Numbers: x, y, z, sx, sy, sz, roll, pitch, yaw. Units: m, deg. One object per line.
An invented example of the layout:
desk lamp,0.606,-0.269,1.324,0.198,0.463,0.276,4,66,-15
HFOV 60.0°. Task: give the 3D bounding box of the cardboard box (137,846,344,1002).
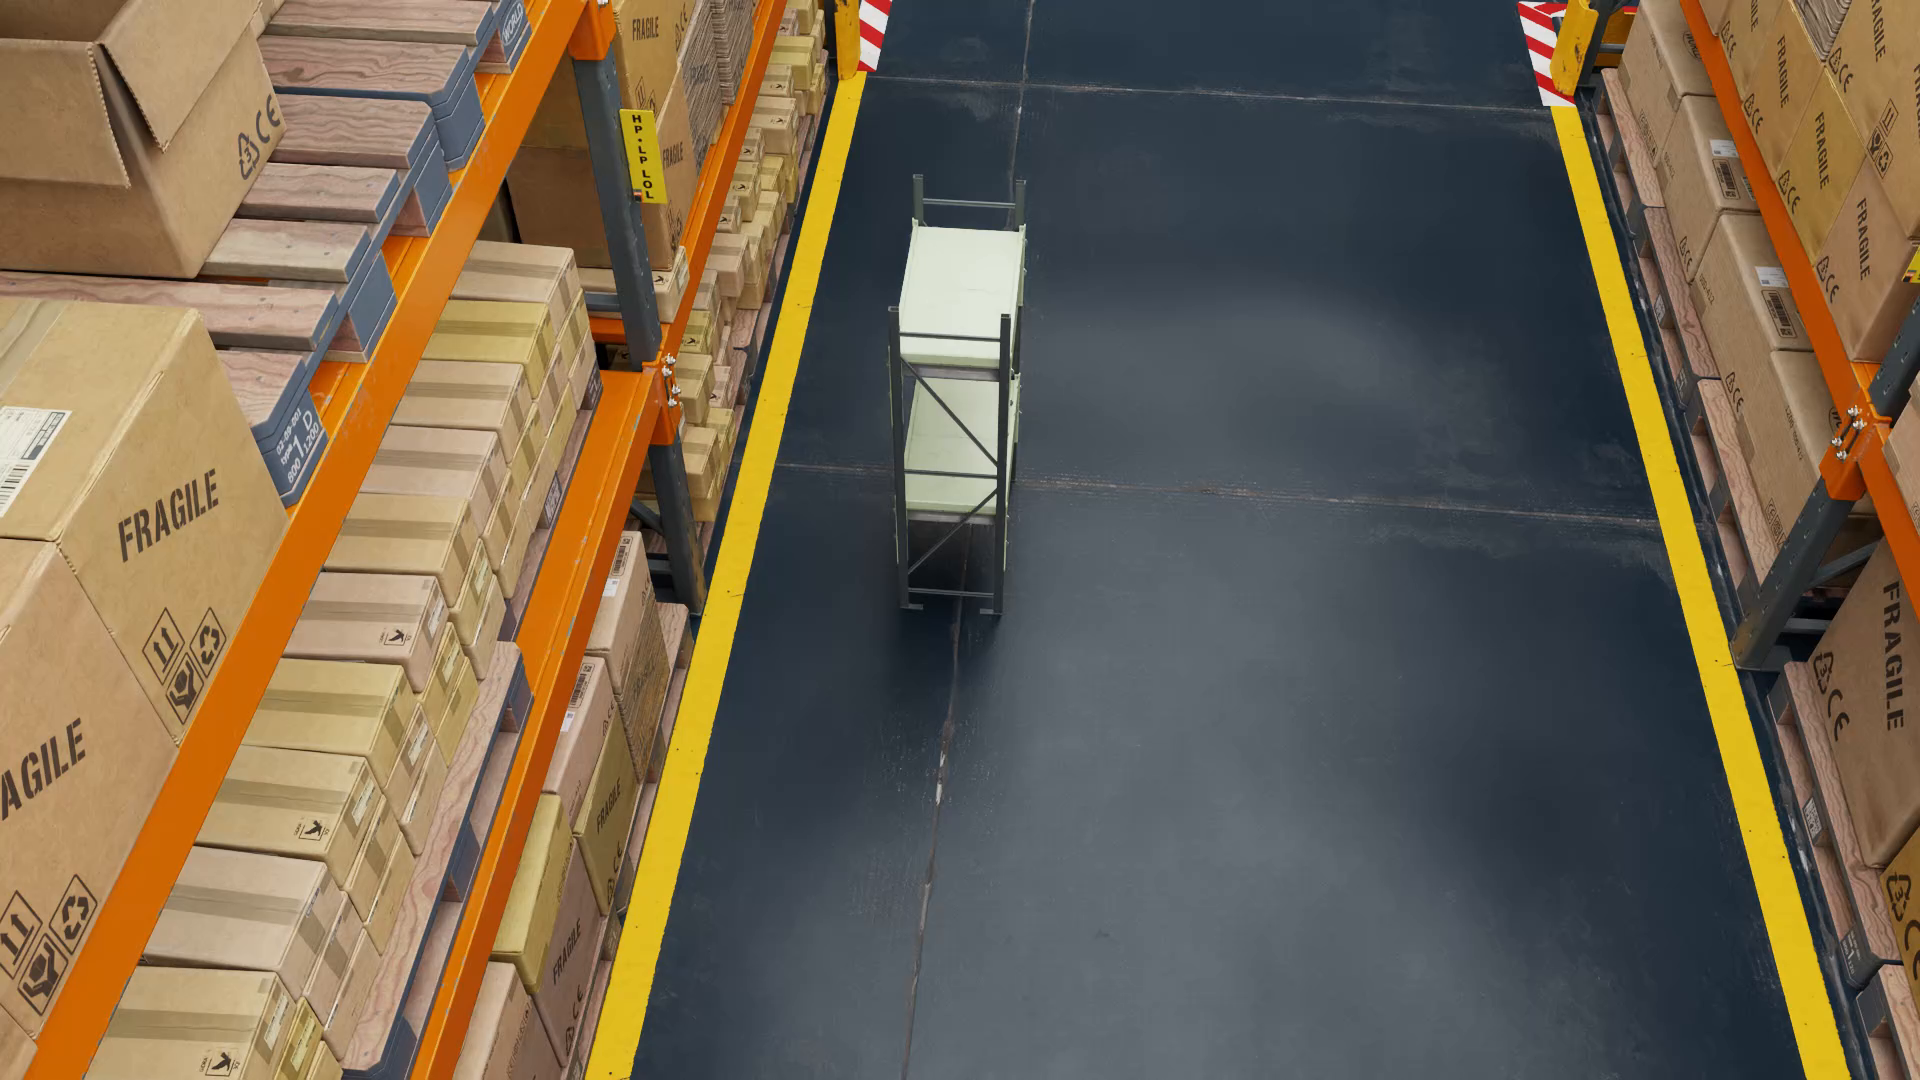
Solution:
cardboard box,-1.533,0.795,3.473,0.380,0.149,0.250,6,48,5

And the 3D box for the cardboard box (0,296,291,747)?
cardboard box,-1.468,-0.033,2.647,0.500,0.500,0.500,4,48,4

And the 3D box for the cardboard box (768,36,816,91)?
cardboard box,-0.908,-2.323,8.086,0.380,0.149,0.250,3,48,3

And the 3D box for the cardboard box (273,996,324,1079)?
cardboard box,-1.554,1.070,3.423,0.380,0.149,0.250,4,48,4

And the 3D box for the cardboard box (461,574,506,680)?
cardboard box,-1.429,0.222,4.400,0.380,0.149,0.250,2,48,2

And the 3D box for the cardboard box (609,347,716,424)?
cardboard box,-1.178,-0.607,6.517,0.380,0.149,0.250,6,48,5

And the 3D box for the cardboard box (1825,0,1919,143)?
cardboard box,3.262,-1.639,5.471,0.500,0.500,0.500,3,48,3

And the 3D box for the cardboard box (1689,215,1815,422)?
cardboard box,3.684,-0.920,7.010,0.875,0.438,0.875,3,48,2

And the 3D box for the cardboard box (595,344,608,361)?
cardboard box,-1.648,-0.897,6.984,0.380,0.149,0.250,4,48,4

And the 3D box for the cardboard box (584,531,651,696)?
cardboard box,-1.316,0.224,5.414,0.500,0.250,0.500,3,48,2

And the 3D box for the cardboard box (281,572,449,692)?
cardboard box,-1.461,0.219,4.000,0.380,0.149,0.250,2,48,2

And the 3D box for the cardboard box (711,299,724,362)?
cardboard box,-1.200,-0.886,6.973,0.380,0.149,0.250,2,48,2

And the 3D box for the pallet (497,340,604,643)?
pallet,-1.714,-0.173,5.005,1.003,0.211,1.213,4,48,4

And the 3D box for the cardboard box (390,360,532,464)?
cardboard box,-1.391,-0.352,4.521,0.380,0.149,0.250,2,48,2

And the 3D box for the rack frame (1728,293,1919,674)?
rack frame,3.439,-0.531,5.203,1.000,3.000,0.127,4,48,4

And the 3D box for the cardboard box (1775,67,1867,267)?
cardboard box,3.268,-1.301,5.839,0.500,0.500,0.500,3,48,3

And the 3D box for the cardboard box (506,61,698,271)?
cardboard box,-1.203,-1.270,5.610,0.500,0.500,0.500,3,48,3

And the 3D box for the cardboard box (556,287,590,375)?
cardboard box,-1.339,-0.641,4.987,0.380,0.149,0.250,5,48,5

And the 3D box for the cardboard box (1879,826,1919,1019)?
cardboard box,3.388,1.170,4.802,0.875,0.875,0.875,5,48,5

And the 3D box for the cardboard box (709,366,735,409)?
cardboard box,-1.151,-0.596,6.910,0.380,0.149,0.250,4,48,3

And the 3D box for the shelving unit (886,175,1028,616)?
shelving unit,-0.001,-0.501,6.192,0.431,1.500,0.755,4,48,4

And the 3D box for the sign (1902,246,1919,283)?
sign,2.886,-0.886,4.887,0.100,0.325,0.005,4,48,4

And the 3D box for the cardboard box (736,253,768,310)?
cardboard box,-1.068,-1.171,7.436,0.380,0.149,0.250,3,48,2

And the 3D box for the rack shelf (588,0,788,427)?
rack shelf,-1.317,-2.016,7.049,1.077,0.370,4.000,4,48,4

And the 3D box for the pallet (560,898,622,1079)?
pallet,-1.678,1.623,5.122,1.003,0.211,1.213,4,48,4

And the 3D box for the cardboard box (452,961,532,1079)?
cardboard box,-1.456,1.373,4.363,0.500,0.250,0.500,4,48,4

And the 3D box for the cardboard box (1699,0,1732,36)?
cardboard box,3.391,-2.424,6.867,0.500,0.500,0.500,4,48,3

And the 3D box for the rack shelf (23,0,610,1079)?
rack shelf,-1.682,-0.089,3.253,1.077,0.370,4.000,4,48,4

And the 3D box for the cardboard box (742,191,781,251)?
cardboard box,-1.018,-1.447,7.486,0.380,0.149,0.250,4,48,4

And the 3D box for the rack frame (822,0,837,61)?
rack frame,-1.135,-3.729,8.127,1.000,3.000,0.127,4,48,4

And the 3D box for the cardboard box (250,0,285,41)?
cardboard box,-1.789,-1.281,3.632,0.500,0.311,0.500,3,48,3

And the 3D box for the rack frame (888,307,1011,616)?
rack frame,-0.034,-0.232,5.946,0.400,1.500,0.023,4,48,4

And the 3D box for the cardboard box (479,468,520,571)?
cardboard box,-1.408,-0.064,4.460,0.380,0.149,0.250,2,48,2

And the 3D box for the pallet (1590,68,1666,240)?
pallet,3.809,-1.936,8.378,1.003,0.211,1.213,4,48,4

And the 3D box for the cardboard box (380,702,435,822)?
cardboard box,-1.483,0.506,3.938,0.380,0.149,0.250,5,48,5

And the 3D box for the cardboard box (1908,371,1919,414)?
cardboard box,3.118,-0.344,4.795,0.500,0.250,0.500,3,48,2

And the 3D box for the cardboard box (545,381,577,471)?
cardboard box,-1.361,-0.350,4.923,0.380,0.149,0.250,4,48,4

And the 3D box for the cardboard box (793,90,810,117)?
cardboard box,-0.944,-2.220,8.193,0.380,0.149,0.250,2,48,2

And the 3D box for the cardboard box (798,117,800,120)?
cardboard box,-1.008,-2.123,8.307,0.380,0.149,0.250,4,48,3

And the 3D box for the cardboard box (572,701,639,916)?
cardboard box,-1.363,0.850,5.349,0.500,0.500,0.500,3,48,3

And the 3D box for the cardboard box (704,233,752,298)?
cardboard box,-1.098,-1.171,7.033,0.380,0.149,0.250,5,48,4

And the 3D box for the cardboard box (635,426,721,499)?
cardboard box,-1.148,-0.314,6.450,0.380,0.149,0.250,6,48,5

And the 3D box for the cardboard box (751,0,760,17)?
cardboard box,-1.064,-2.398,6.641,0.500,0.500,0.500,6,48,5

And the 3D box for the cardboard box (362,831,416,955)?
cardboard box,-1.503,0.804,3.868,0.380,0.149,0.250,4,48,4

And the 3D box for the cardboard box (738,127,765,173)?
cardboard box,-1.098,-1.750,7.562,0.380,0.149,0.250,2,48,2

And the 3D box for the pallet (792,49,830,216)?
pallet,-1.251,-2.137,8.561,1.003,0.211,1.213,4,48,4

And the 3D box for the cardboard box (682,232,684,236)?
cardboard box,-1.198,-1.085,5.880,0.380,0.149,0.250,5,48,5
